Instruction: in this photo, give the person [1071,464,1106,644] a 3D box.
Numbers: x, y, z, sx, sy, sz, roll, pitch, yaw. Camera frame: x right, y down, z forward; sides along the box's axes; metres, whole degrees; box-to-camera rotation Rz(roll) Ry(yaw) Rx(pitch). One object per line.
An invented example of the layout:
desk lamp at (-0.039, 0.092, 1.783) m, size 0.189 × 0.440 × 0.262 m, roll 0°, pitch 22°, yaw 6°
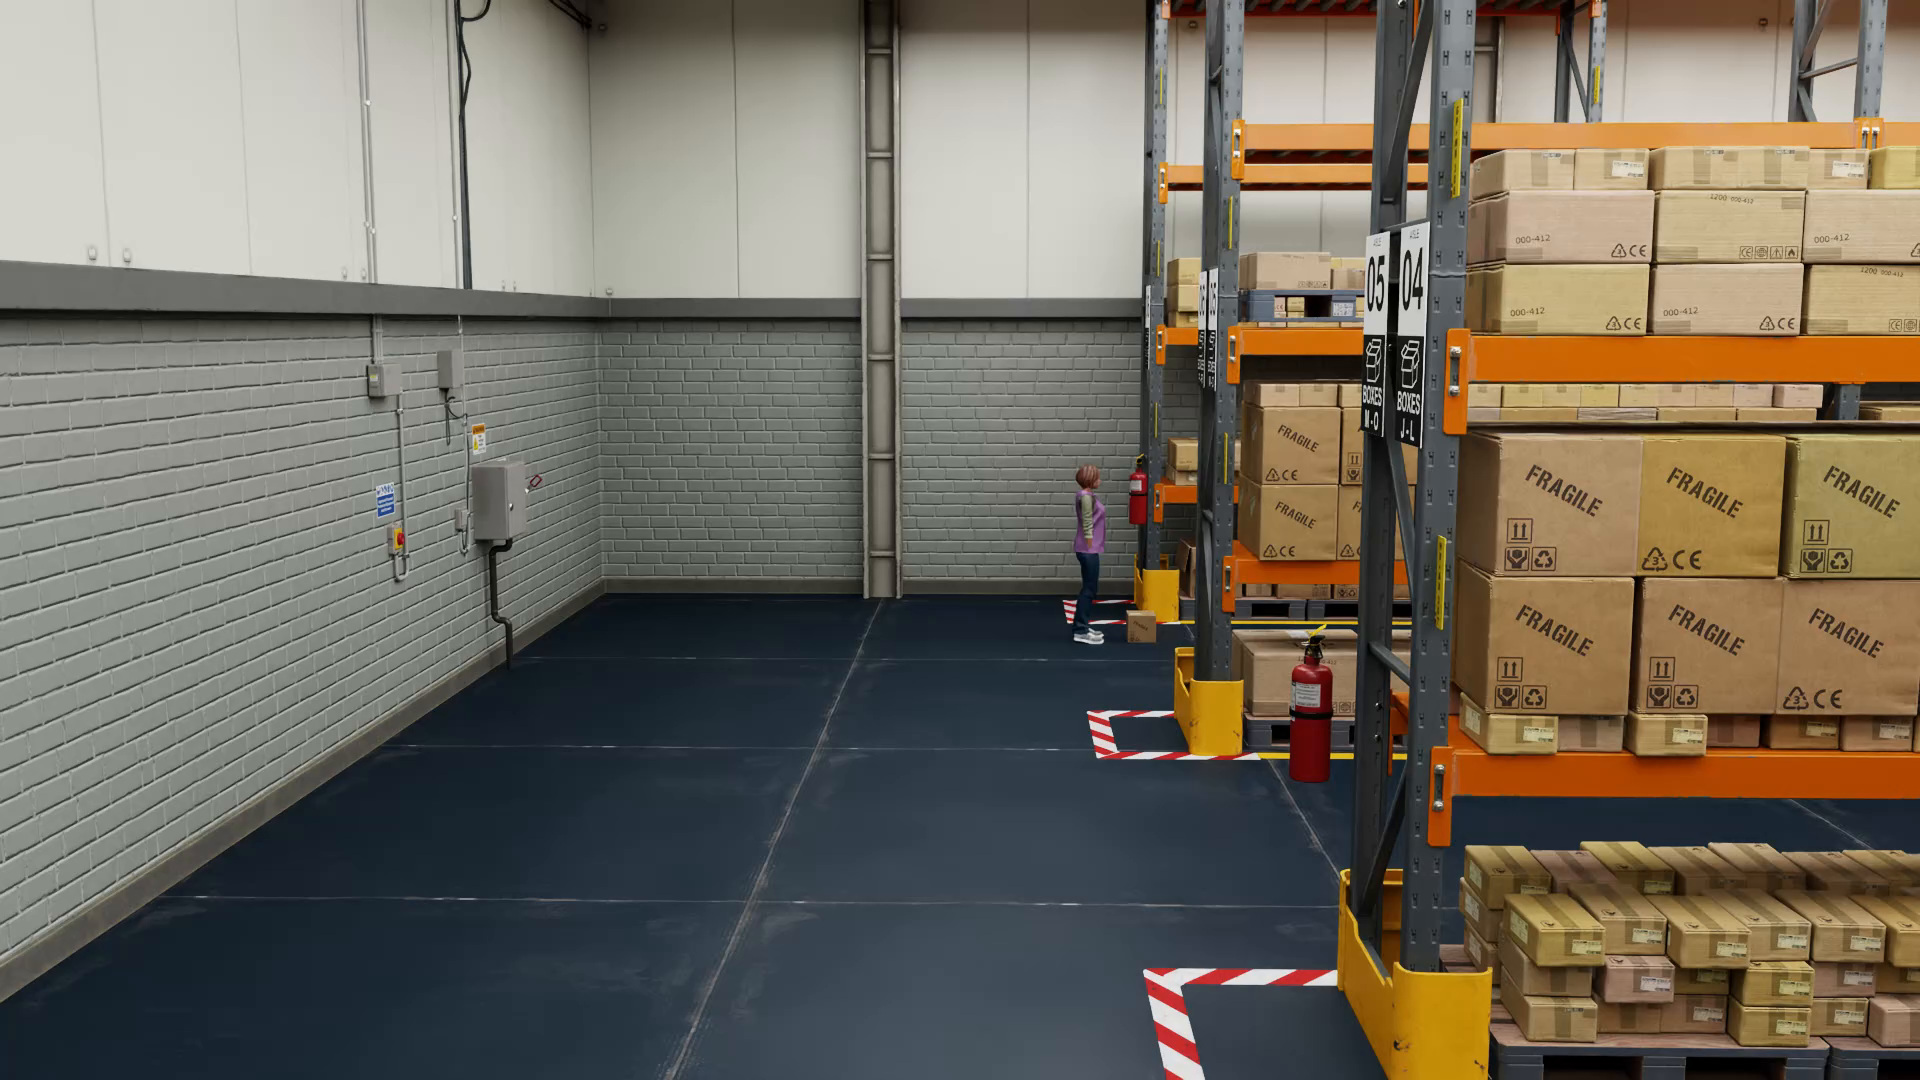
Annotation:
person at (1.164, 0.123, 14.959) m, size 0.300 × 1.589 × 0.405 m, roll 0°, pitch 7°, yaw 3°
